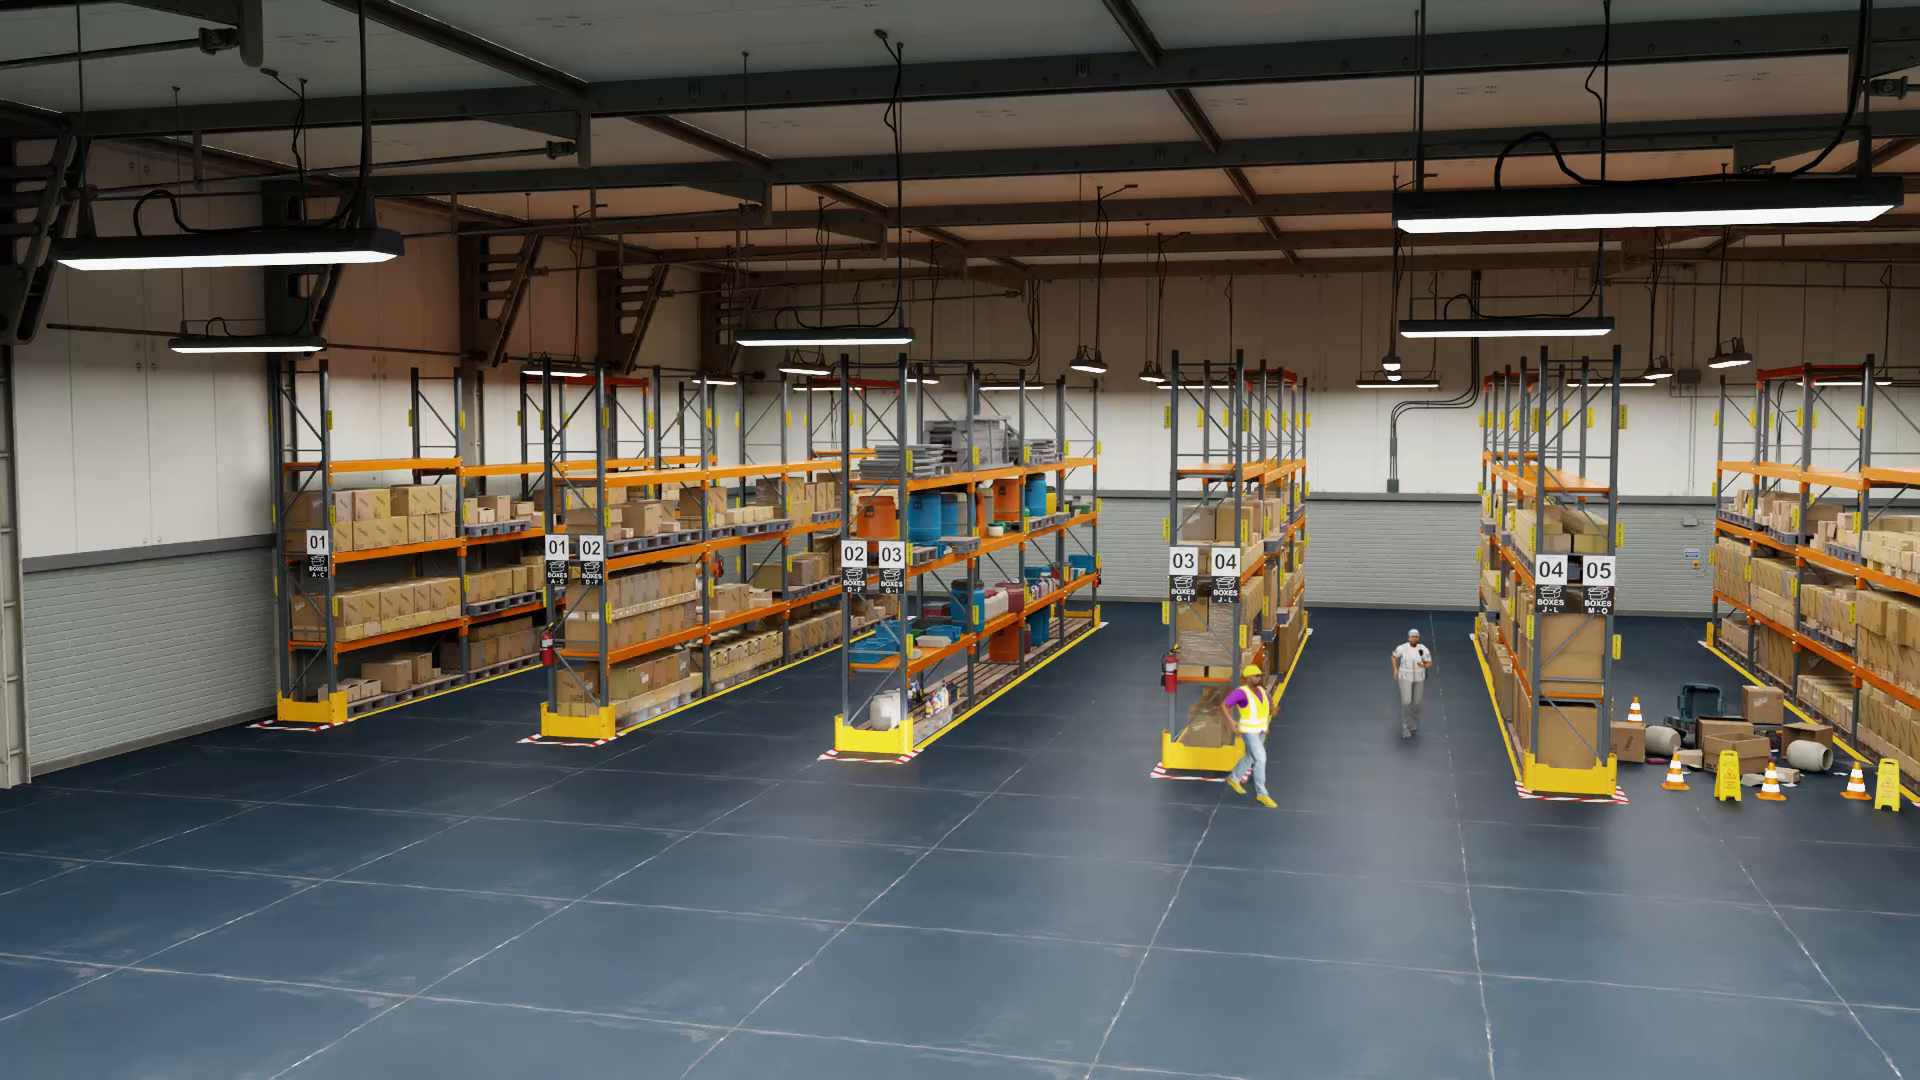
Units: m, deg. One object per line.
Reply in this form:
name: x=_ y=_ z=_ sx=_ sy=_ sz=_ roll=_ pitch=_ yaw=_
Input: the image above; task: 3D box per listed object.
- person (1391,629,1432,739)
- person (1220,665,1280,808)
person: x=7.198 y=2.270 z=26.485 sx=0.582 sy=1.727 sz=0.767 roll=0 pitch=4 yaw=3
person: x=3.830 y=2.537 z=21.790 sx=0.885 sy=1.805 sz=0.685 roll=4 pitch=6 yaw=44
